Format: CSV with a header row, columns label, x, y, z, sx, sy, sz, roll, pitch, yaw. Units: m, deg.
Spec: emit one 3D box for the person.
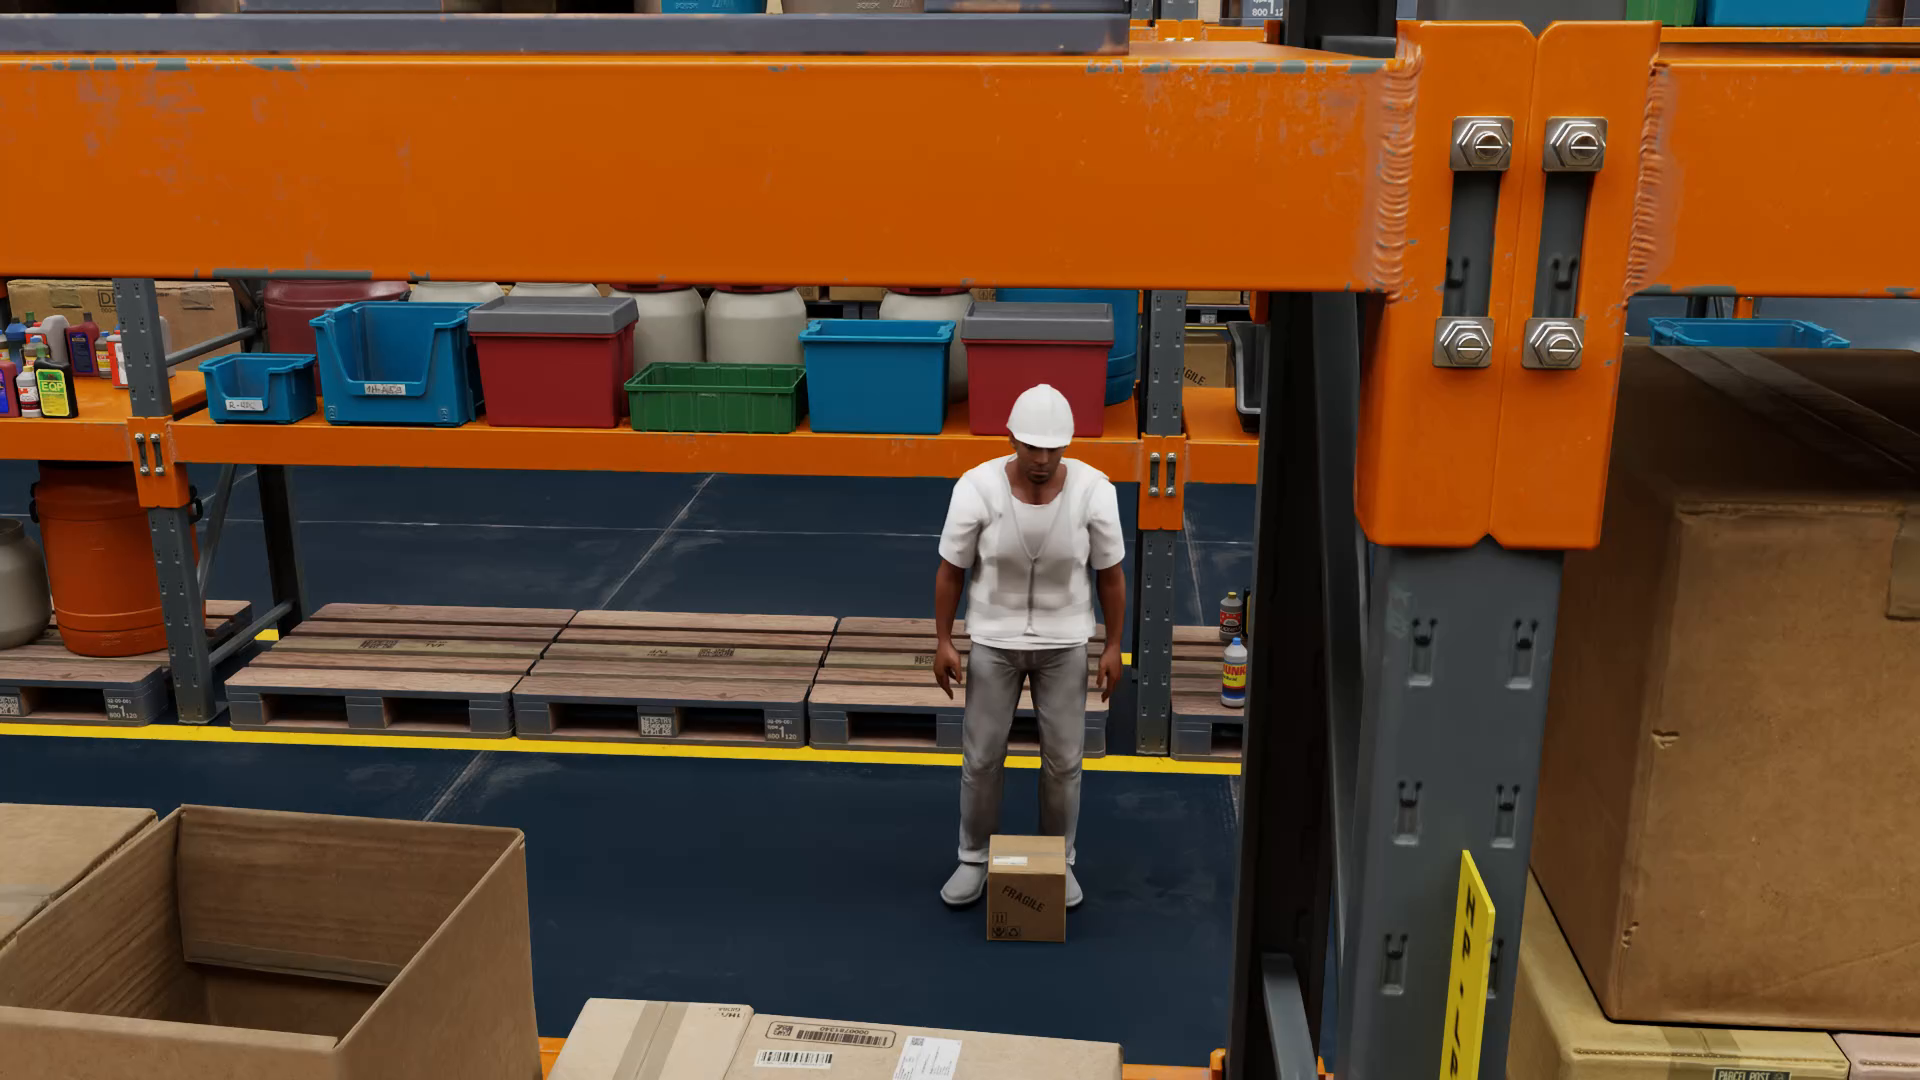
label,x,y,z,sx,sy,sz,roll,pitch,yaw
person,0.226,0.349,5.412,0.626,1.755,0.463,0,17,1
